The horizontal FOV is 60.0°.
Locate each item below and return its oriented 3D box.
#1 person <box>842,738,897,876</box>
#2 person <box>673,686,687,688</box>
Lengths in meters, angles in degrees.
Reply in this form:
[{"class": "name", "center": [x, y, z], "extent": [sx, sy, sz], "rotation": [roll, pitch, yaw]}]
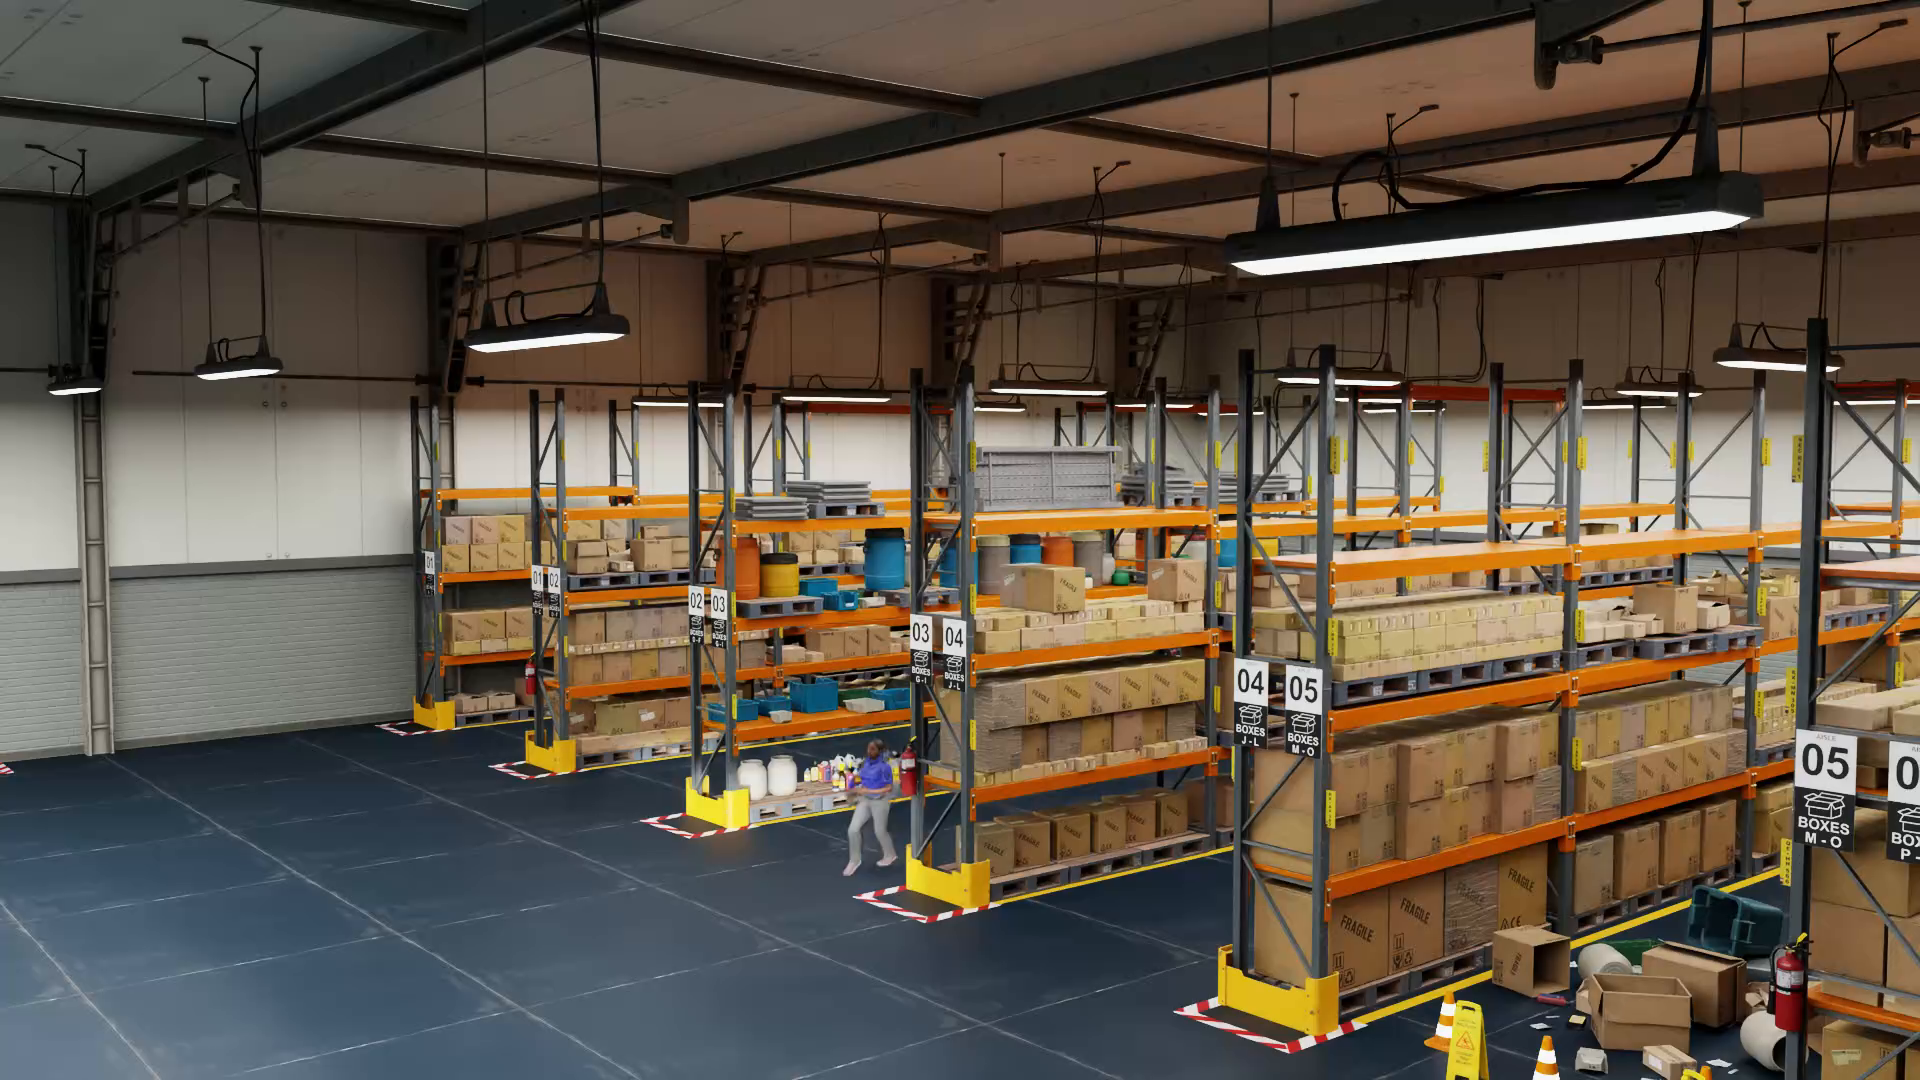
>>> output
[{"class": "person", "center": [-0.981, 3.198, 19.910], "extent": [0.598, 1.672, 0.726], "rotation": [3, 4, 39]}, {"class": "person", "center": [-5.107, 2.543, 30.272], "extent": [0.595, 1.660, 0.584], "rotation": [3, 4, 37]}]
